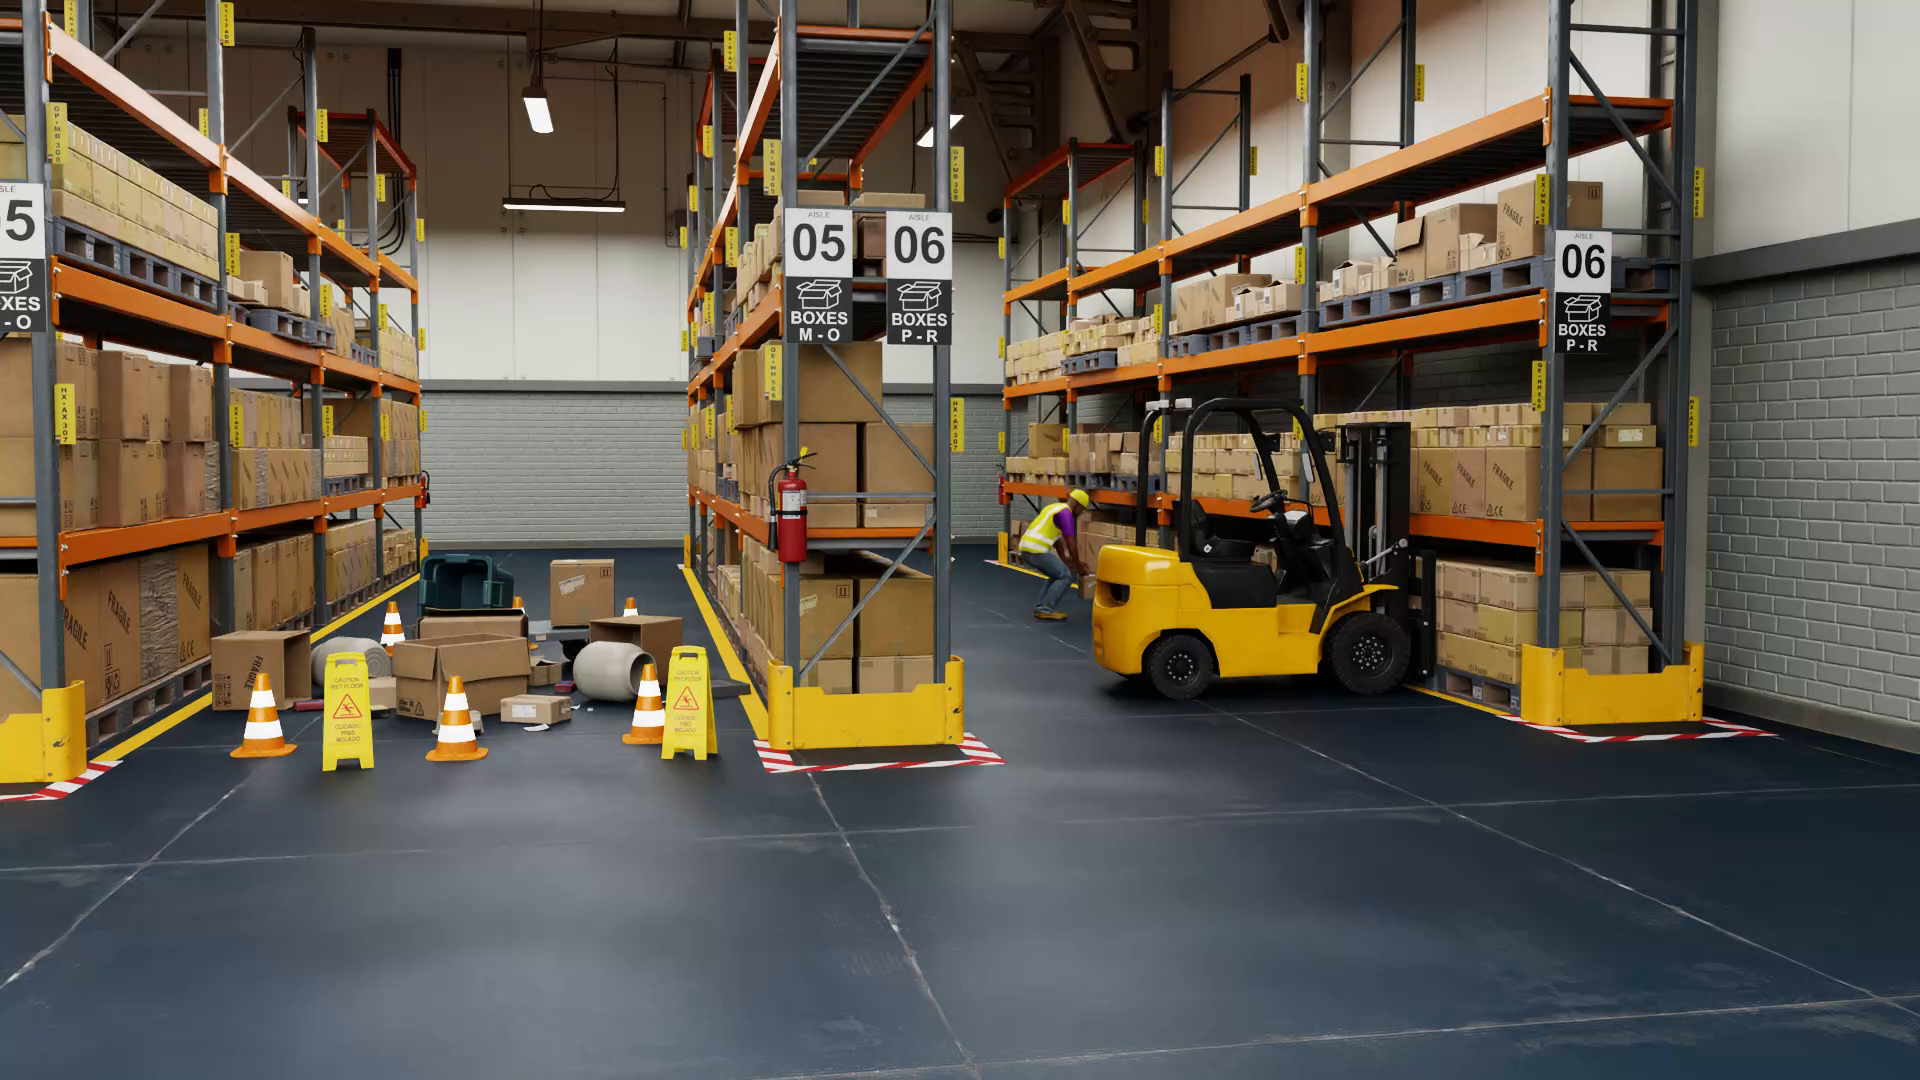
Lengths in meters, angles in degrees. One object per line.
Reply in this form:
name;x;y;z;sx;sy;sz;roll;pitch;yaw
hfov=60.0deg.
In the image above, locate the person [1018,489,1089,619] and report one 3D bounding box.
person;1.011;0.145;17.840;0.777;1.376;0.632;-1;3;-11
